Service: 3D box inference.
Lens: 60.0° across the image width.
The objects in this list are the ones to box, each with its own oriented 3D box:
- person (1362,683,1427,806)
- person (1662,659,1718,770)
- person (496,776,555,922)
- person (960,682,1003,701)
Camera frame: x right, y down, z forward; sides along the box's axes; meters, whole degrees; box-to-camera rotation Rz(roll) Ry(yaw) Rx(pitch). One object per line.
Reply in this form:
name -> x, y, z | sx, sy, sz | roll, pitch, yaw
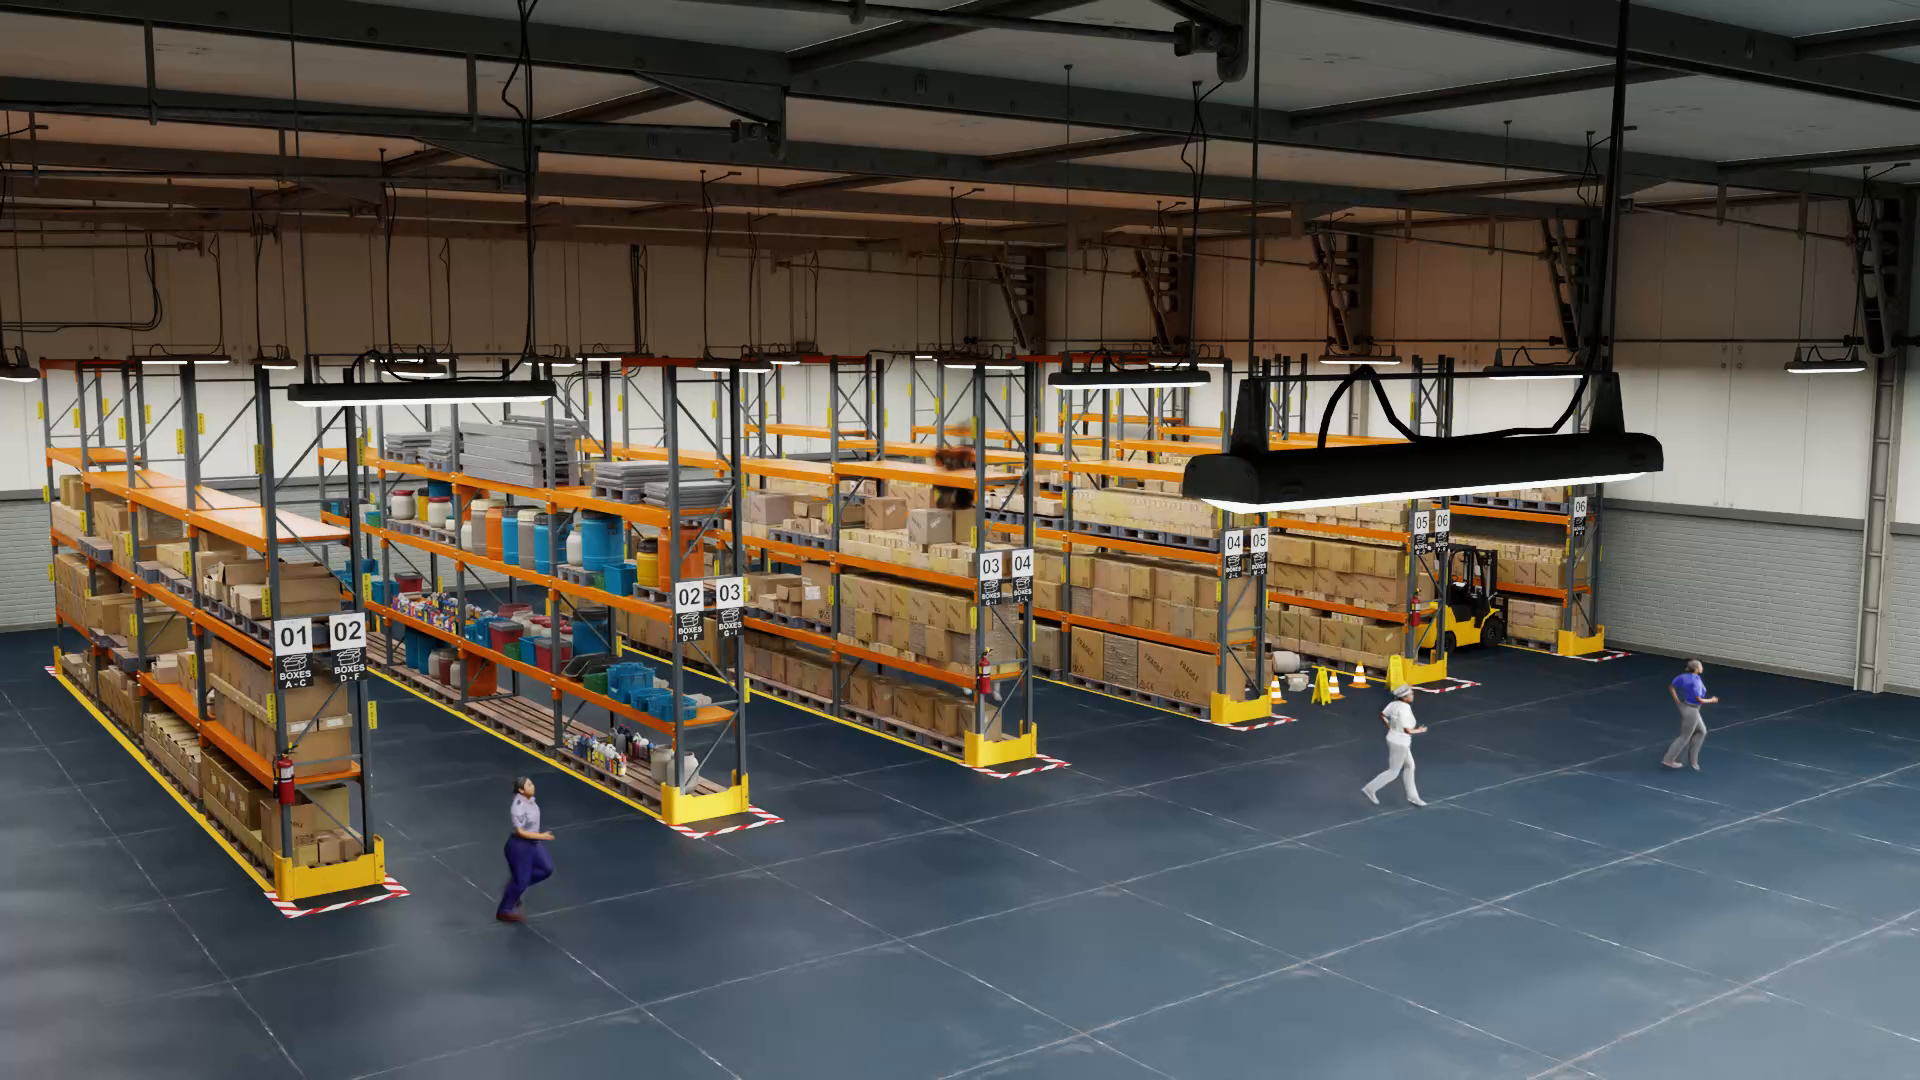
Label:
person -> 5.908, 2.788, 22.572 | 0.937, 1.719, 0.588 | 0, 7, -1
person -> 10.743, 2.595, 24.457 | 0.739, 1.710, 0.568 | 1, 7, 8
person -> -4.753, 3.356, 18.235 | 0.676, 1.602, 0.630 | 0, 7, 1
person -> 0.419, 1.922, 29.464 | 0.731, 1.837, 0.988 | -6, 9, -41
